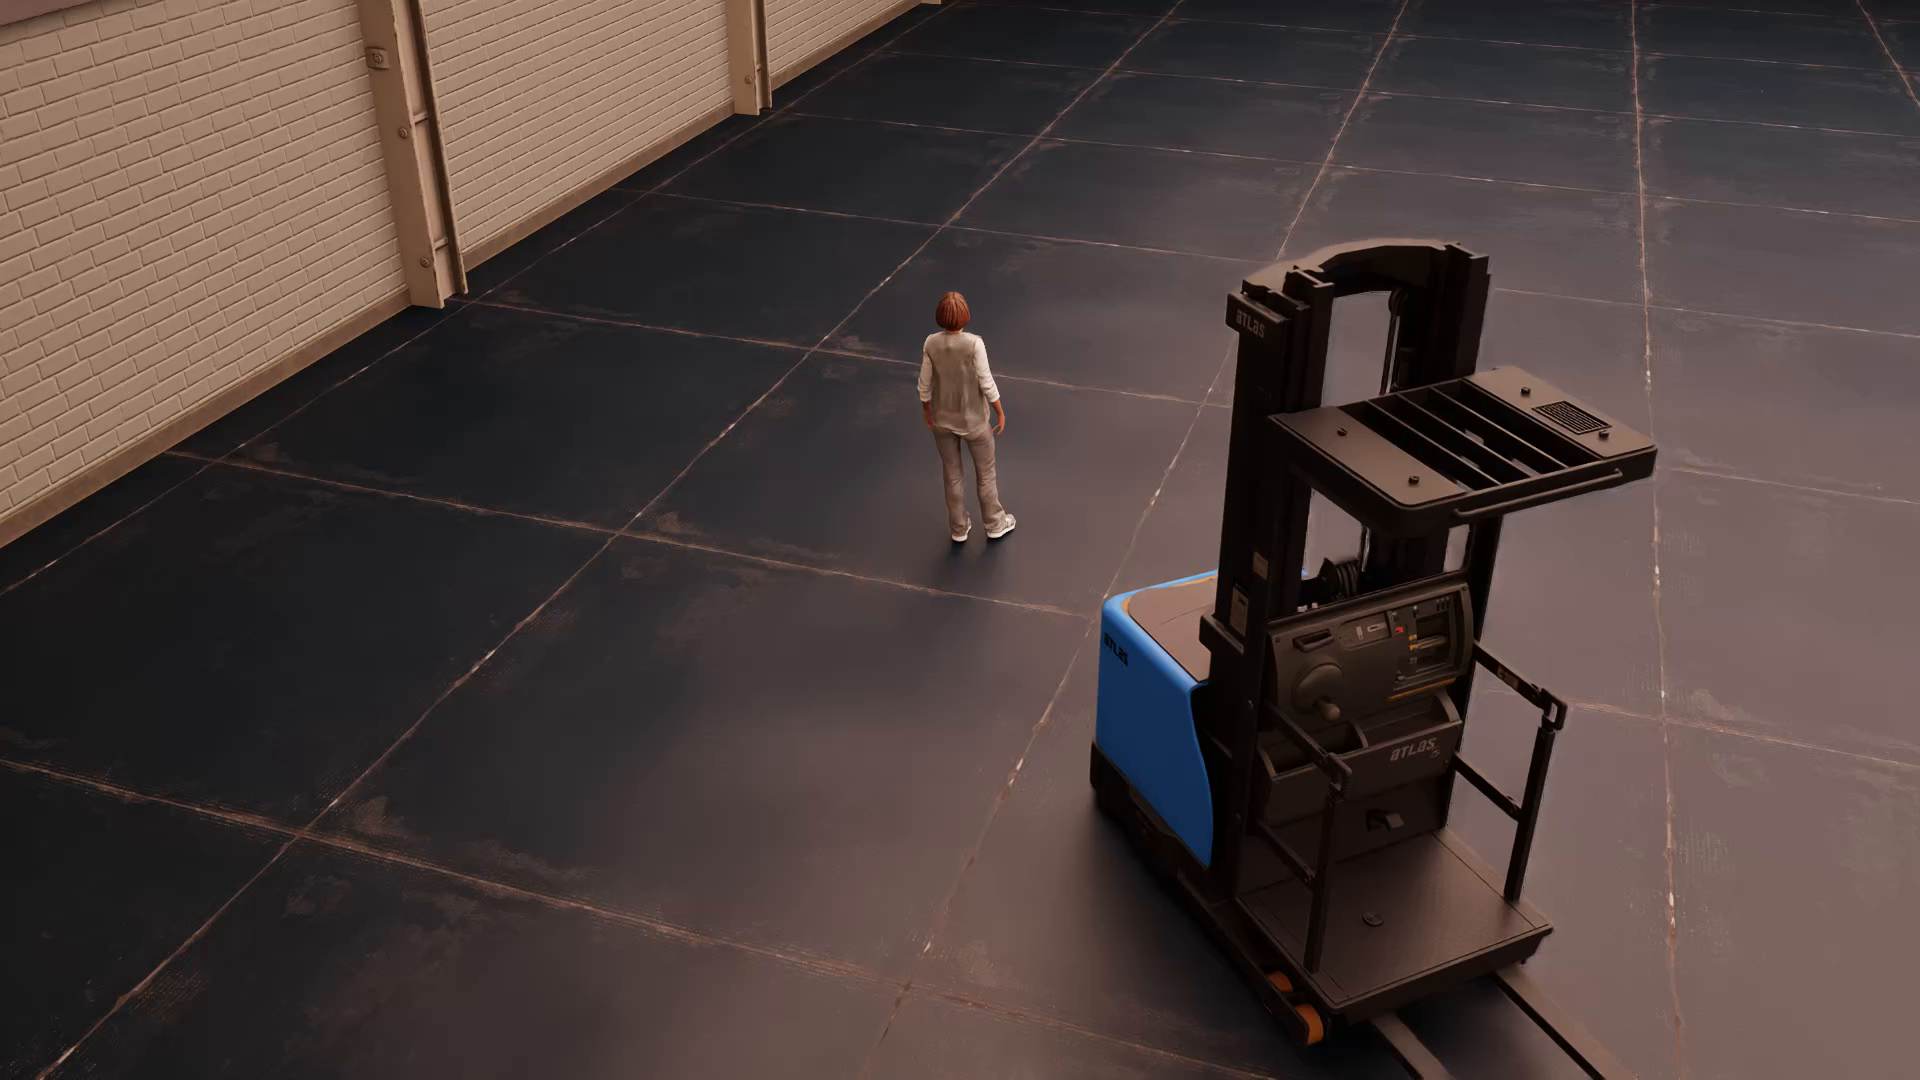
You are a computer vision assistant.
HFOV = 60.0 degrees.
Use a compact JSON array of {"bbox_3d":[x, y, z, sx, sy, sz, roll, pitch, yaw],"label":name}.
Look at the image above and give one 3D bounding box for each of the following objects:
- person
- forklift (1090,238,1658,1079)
[{"bbox_3d":[0.037,-0.732,9.754,0.521,1.596,0.475,10,31,16],"label":"person"},{"bbox_3d":[1.698,0.481,6.292,1.130,2.935,3.031,-13,32,-21],"label":"forklift"}]
